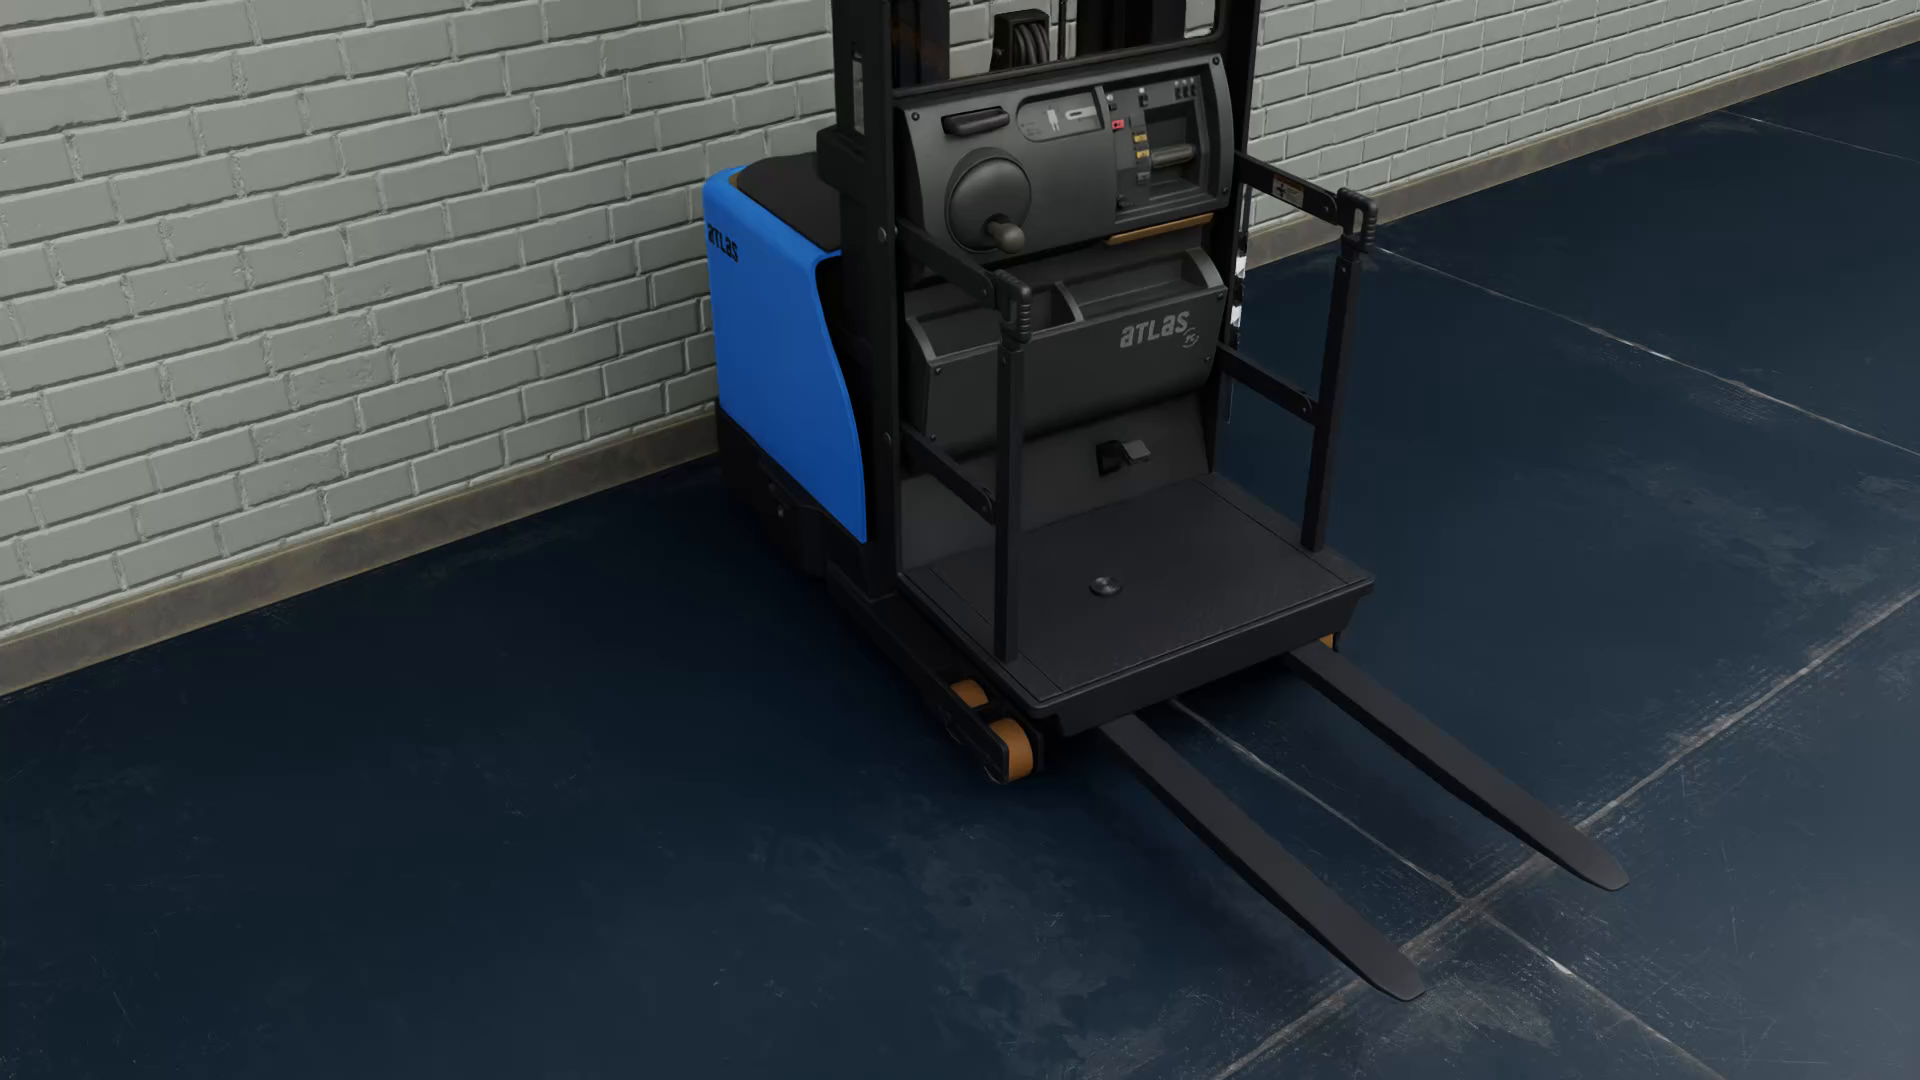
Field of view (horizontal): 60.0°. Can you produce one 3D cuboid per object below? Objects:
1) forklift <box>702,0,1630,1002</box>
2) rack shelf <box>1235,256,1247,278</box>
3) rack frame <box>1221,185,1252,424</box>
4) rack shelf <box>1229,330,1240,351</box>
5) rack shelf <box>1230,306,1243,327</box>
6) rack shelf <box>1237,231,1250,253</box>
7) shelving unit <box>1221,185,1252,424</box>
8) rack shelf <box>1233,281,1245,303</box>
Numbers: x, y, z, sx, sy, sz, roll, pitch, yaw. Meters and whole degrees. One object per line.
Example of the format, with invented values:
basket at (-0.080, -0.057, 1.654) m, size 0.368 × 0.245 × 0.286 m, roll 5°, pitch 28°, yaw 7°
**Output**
forklift at (0.398, -0.904, 3.928) m, size 1.130 × 2.935 × 3.031 m, roll -18°, pitch 36°, yaw -26°
rack shelf at (0.804, -0.903, 5.573) m, size 0.258 × 0.077 × 0.200 m, roll 16°, pitch 35°, yaw 24°
rack frame at (0.853, -0.825, 5.726) m, size 0.240 × 0.900 × 0.006 m, roll 16°, pitch 35°, yaw 24°
rack shelf at (0.804, -0.673, 5.715) m, size 0.258 × 0.077 × 0.200 m, roll 16°, pitch 35°, yaw 24°
rack shelf at (0.804, -0.750, 5.668) m, size 0.258 × 0.077 × 0.200 m, roll 16°, pitch 35°, yaw 24°
rack shelf at (0.804, -0.979, 5.525) m, size 0.258 × 0.077 × 0.200 m, roll 16°, pitch 35°, yaw 24°
shelving unit at (0.804, -0.778, 5.650) m, size 0.258 × 0.900 × 0.210 m, roll 16°, pitch 35°, yaw 24°
rack shelf at (0.804, -0.826, 5.620) m, size 0.258 × 0.077 × 0.200 m, roll 16°, pitch 35°, yaw 24°
